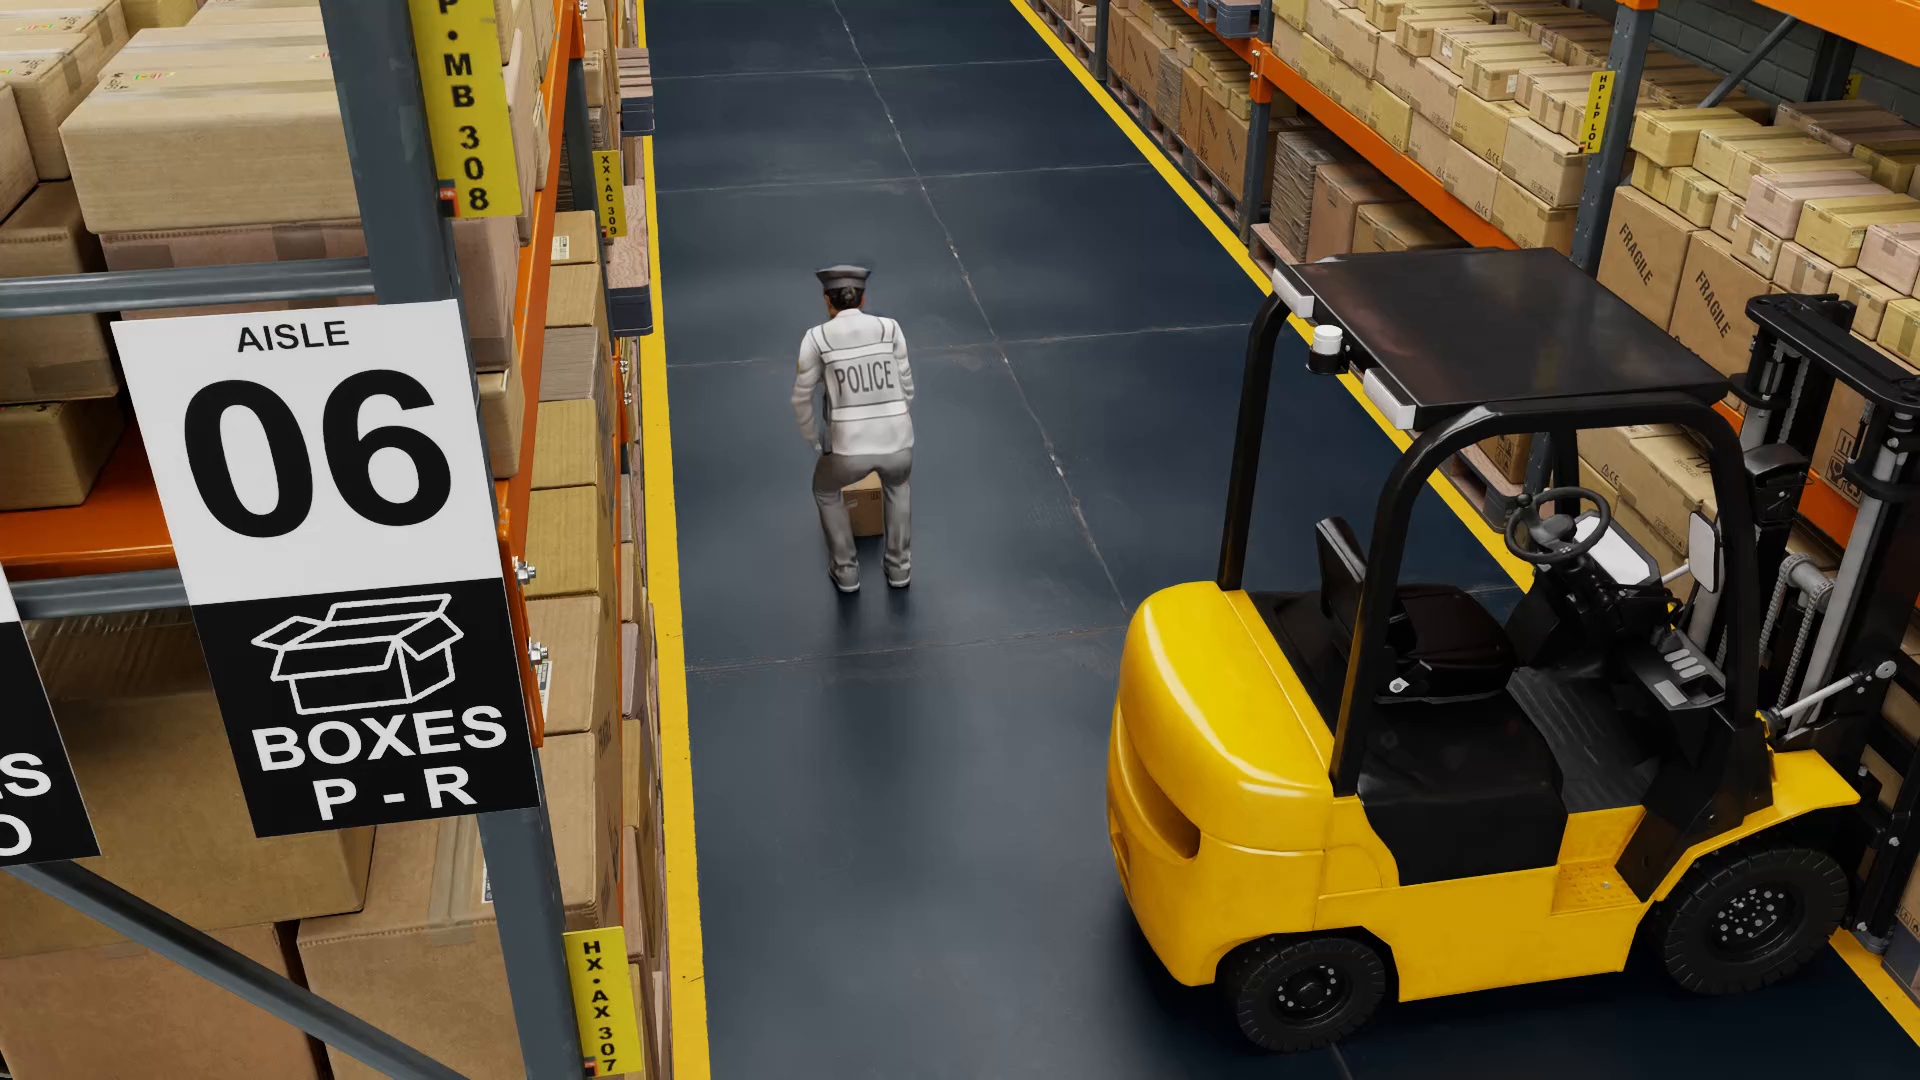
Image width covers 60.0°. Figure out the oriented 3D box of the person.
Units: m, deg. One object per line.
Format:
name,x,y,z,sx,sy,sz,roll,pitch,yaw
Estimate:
person,-0.450,-0.462,7.169,0.535,1.403,0.692,-6,31,-9
